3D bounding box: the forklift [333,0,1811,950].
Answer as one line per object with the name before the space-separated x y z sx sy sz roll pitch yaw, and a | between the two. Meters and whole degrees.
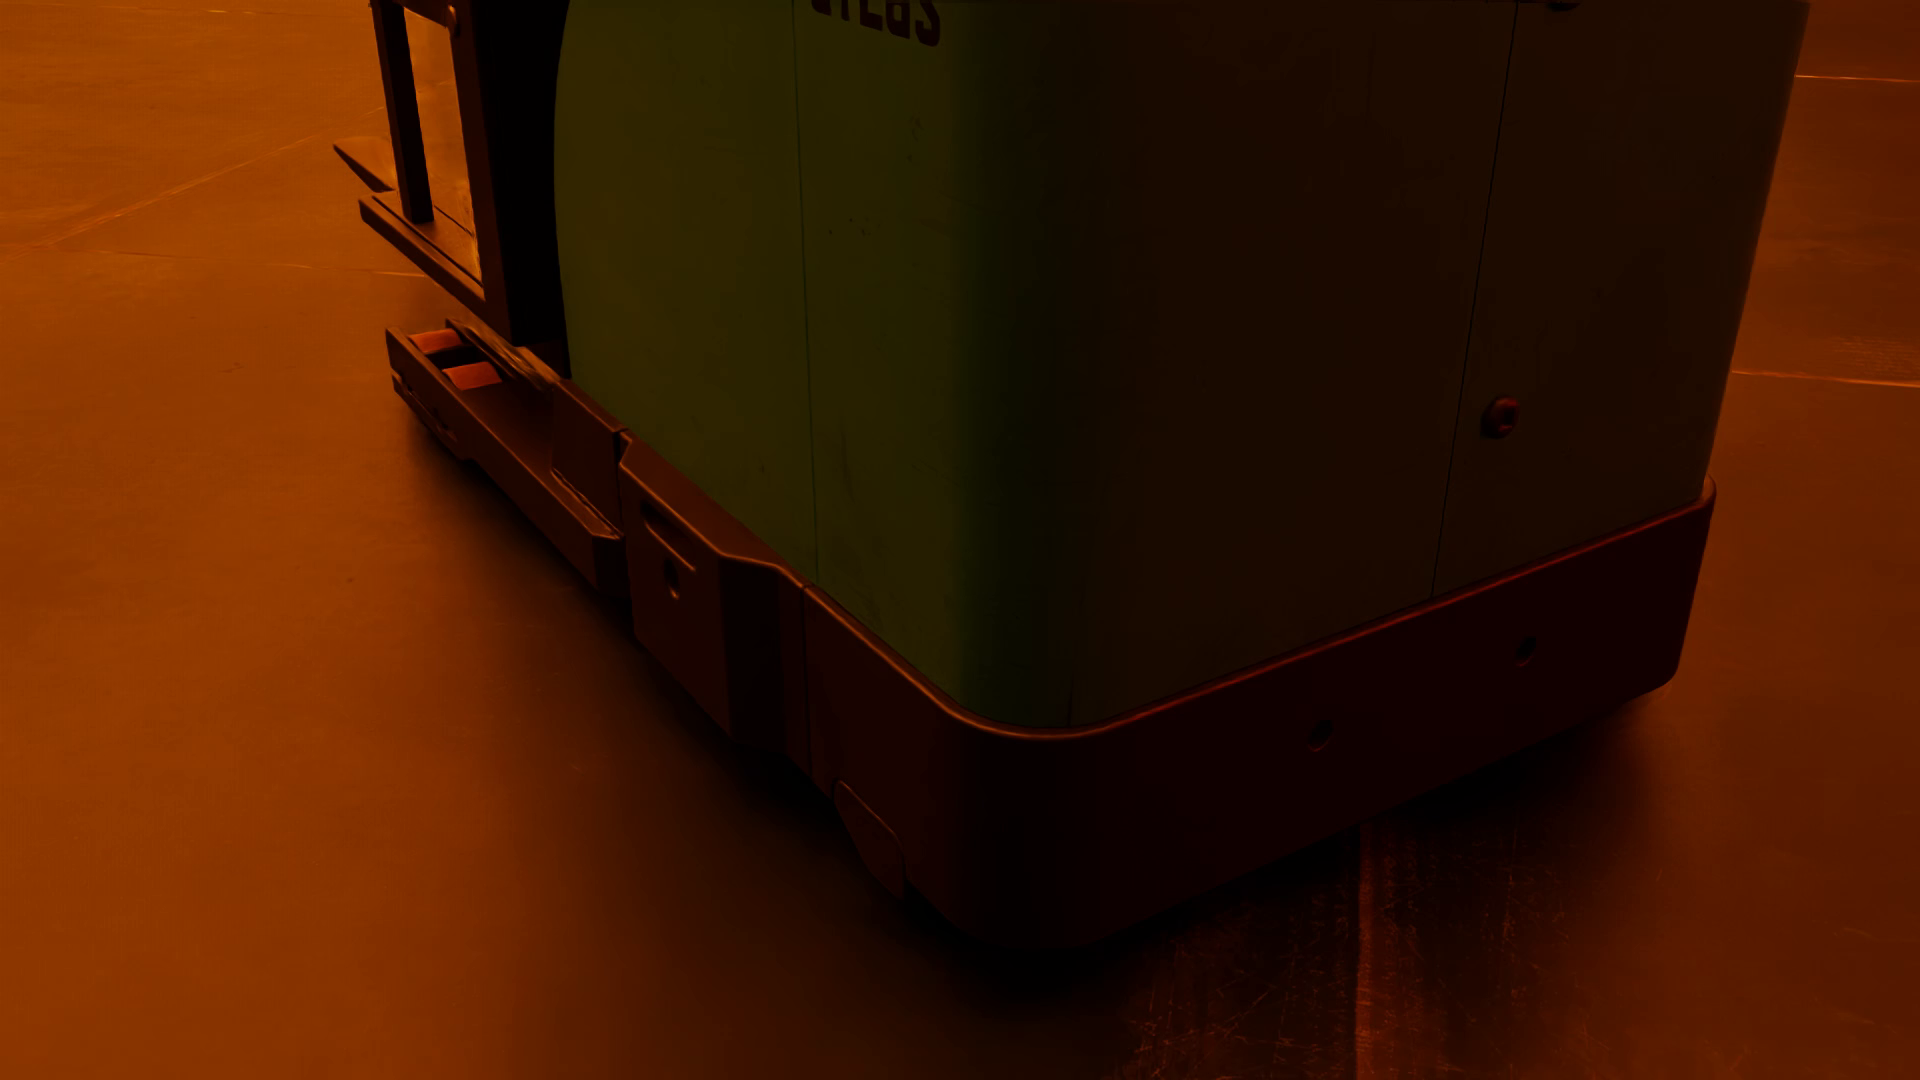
forklift | -0.336 -1.539 2.296 1.130 2.935 3.031 -16 31 -29
